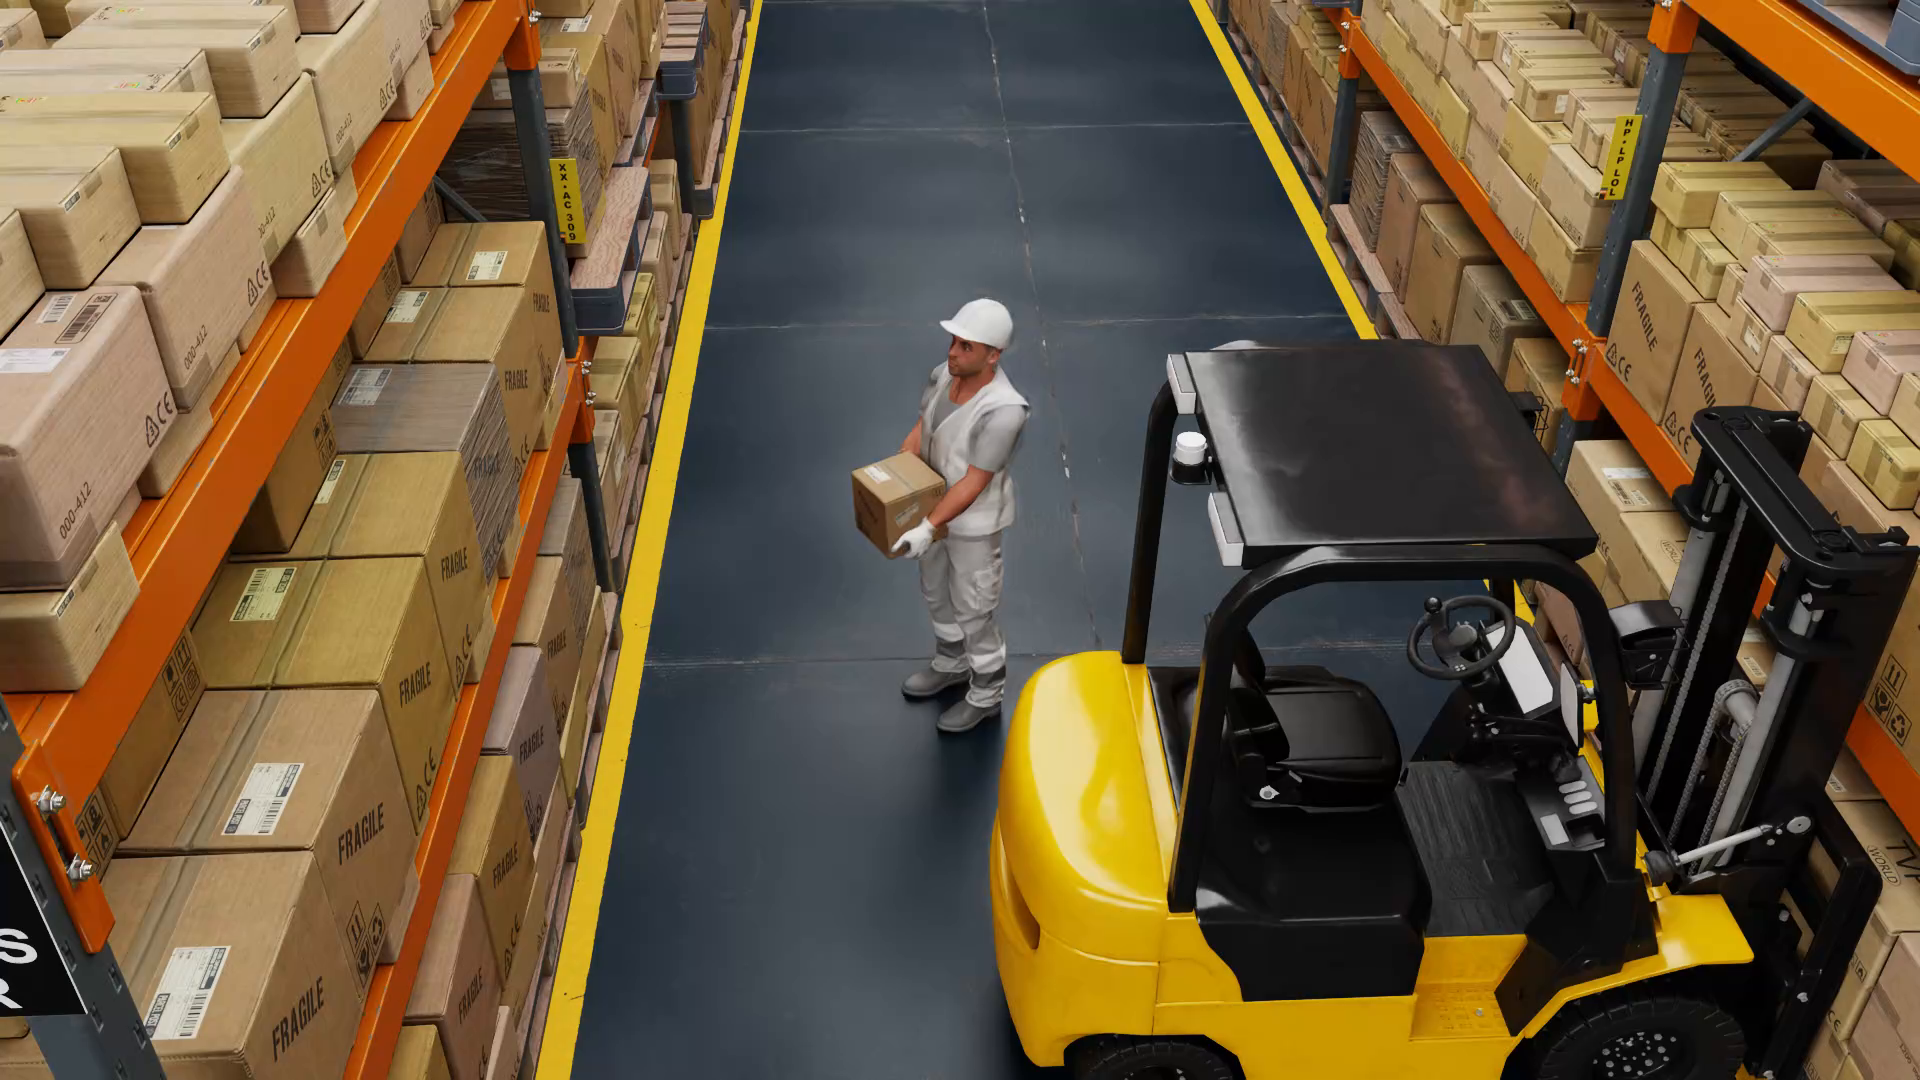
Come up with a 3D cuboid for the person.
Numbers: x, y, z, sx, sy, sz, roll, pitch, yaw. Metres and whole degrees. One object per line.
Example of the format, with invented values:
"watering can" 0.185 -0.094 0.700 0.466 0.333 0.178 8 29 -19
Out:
"person" -0.068 -0.051 6.197 0.560 1.788 0.502 -18 39 -24
